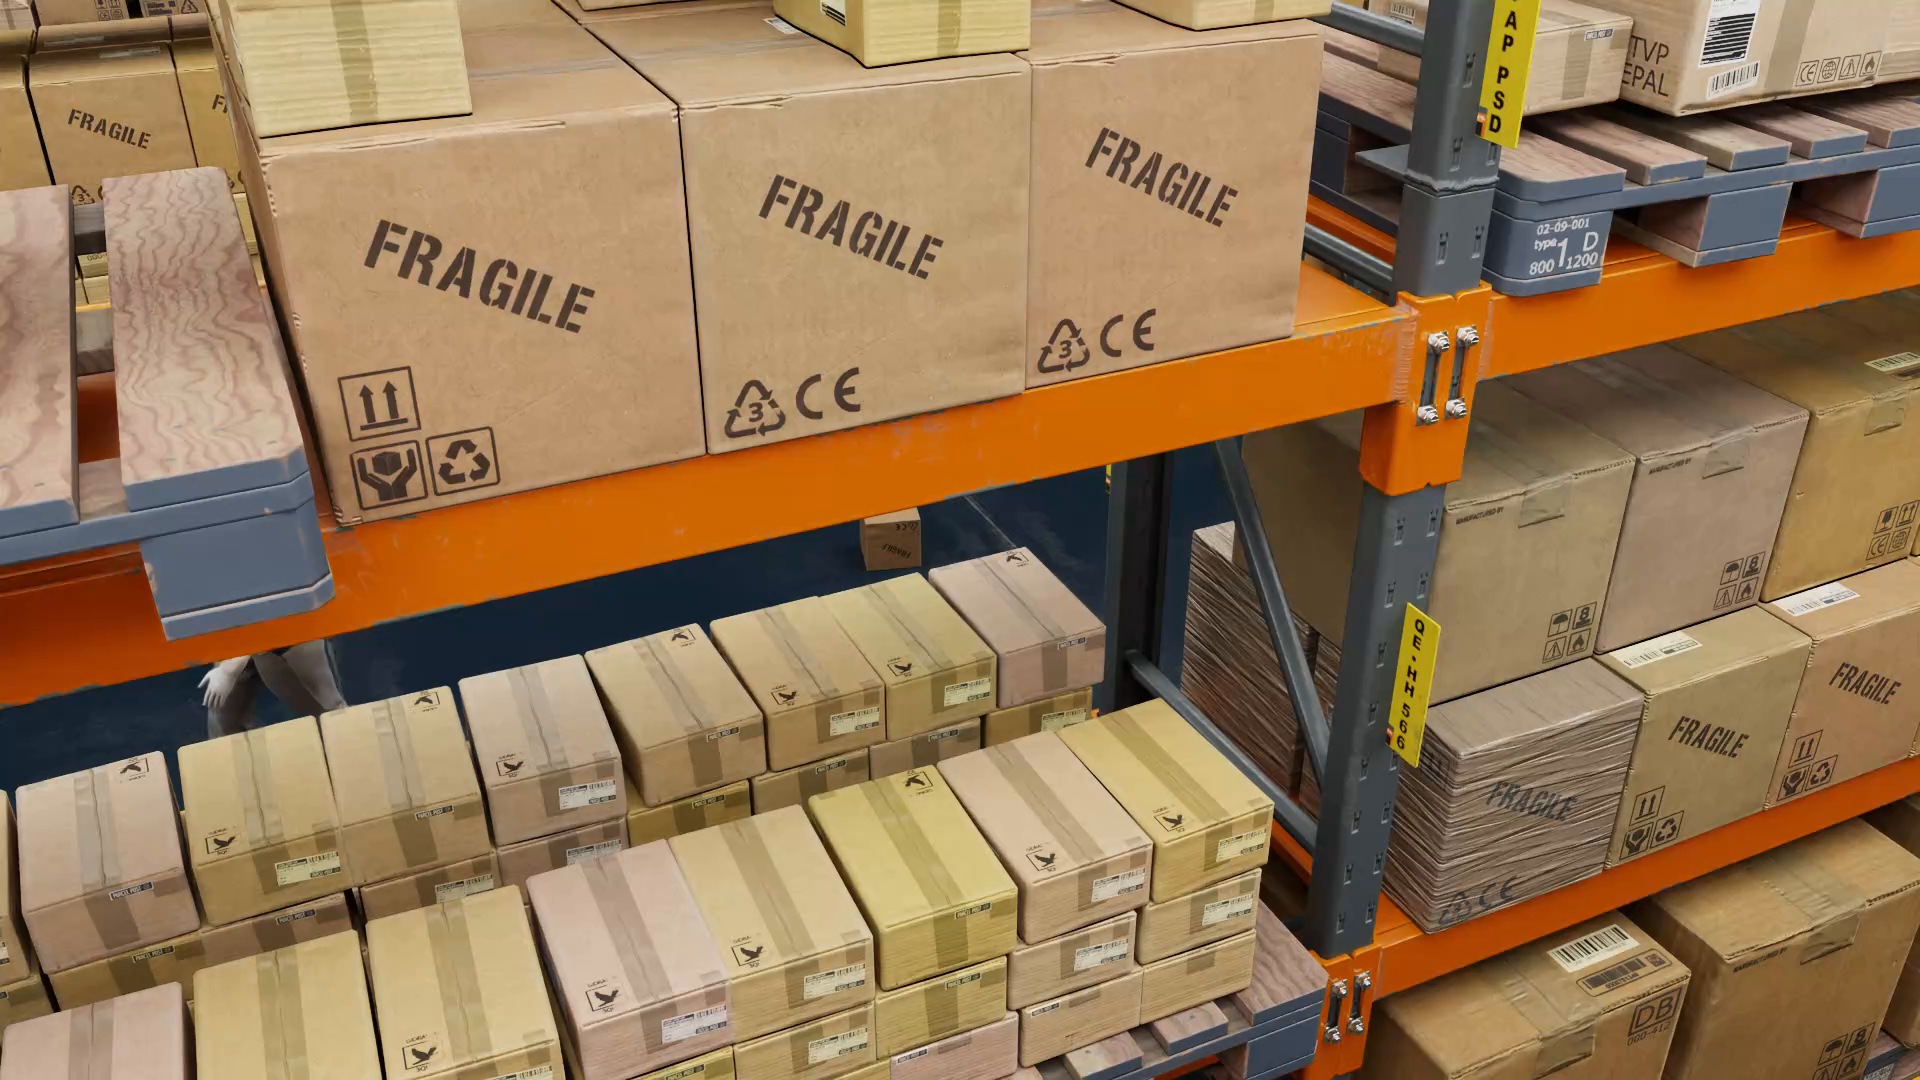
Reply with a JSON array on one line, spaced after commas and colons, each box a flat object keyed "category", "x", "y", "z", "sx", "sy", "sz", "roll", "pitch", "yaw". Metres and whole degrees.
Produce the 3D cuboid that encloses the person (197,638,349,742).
[{"category": "person", "x": -2.363, "y": 0.344, "z": 5.487, "sx": 0.829, "sy": 1.690, "sz": 0.488, "roll": -18, "pitch": 34, "yaw": -28}]
